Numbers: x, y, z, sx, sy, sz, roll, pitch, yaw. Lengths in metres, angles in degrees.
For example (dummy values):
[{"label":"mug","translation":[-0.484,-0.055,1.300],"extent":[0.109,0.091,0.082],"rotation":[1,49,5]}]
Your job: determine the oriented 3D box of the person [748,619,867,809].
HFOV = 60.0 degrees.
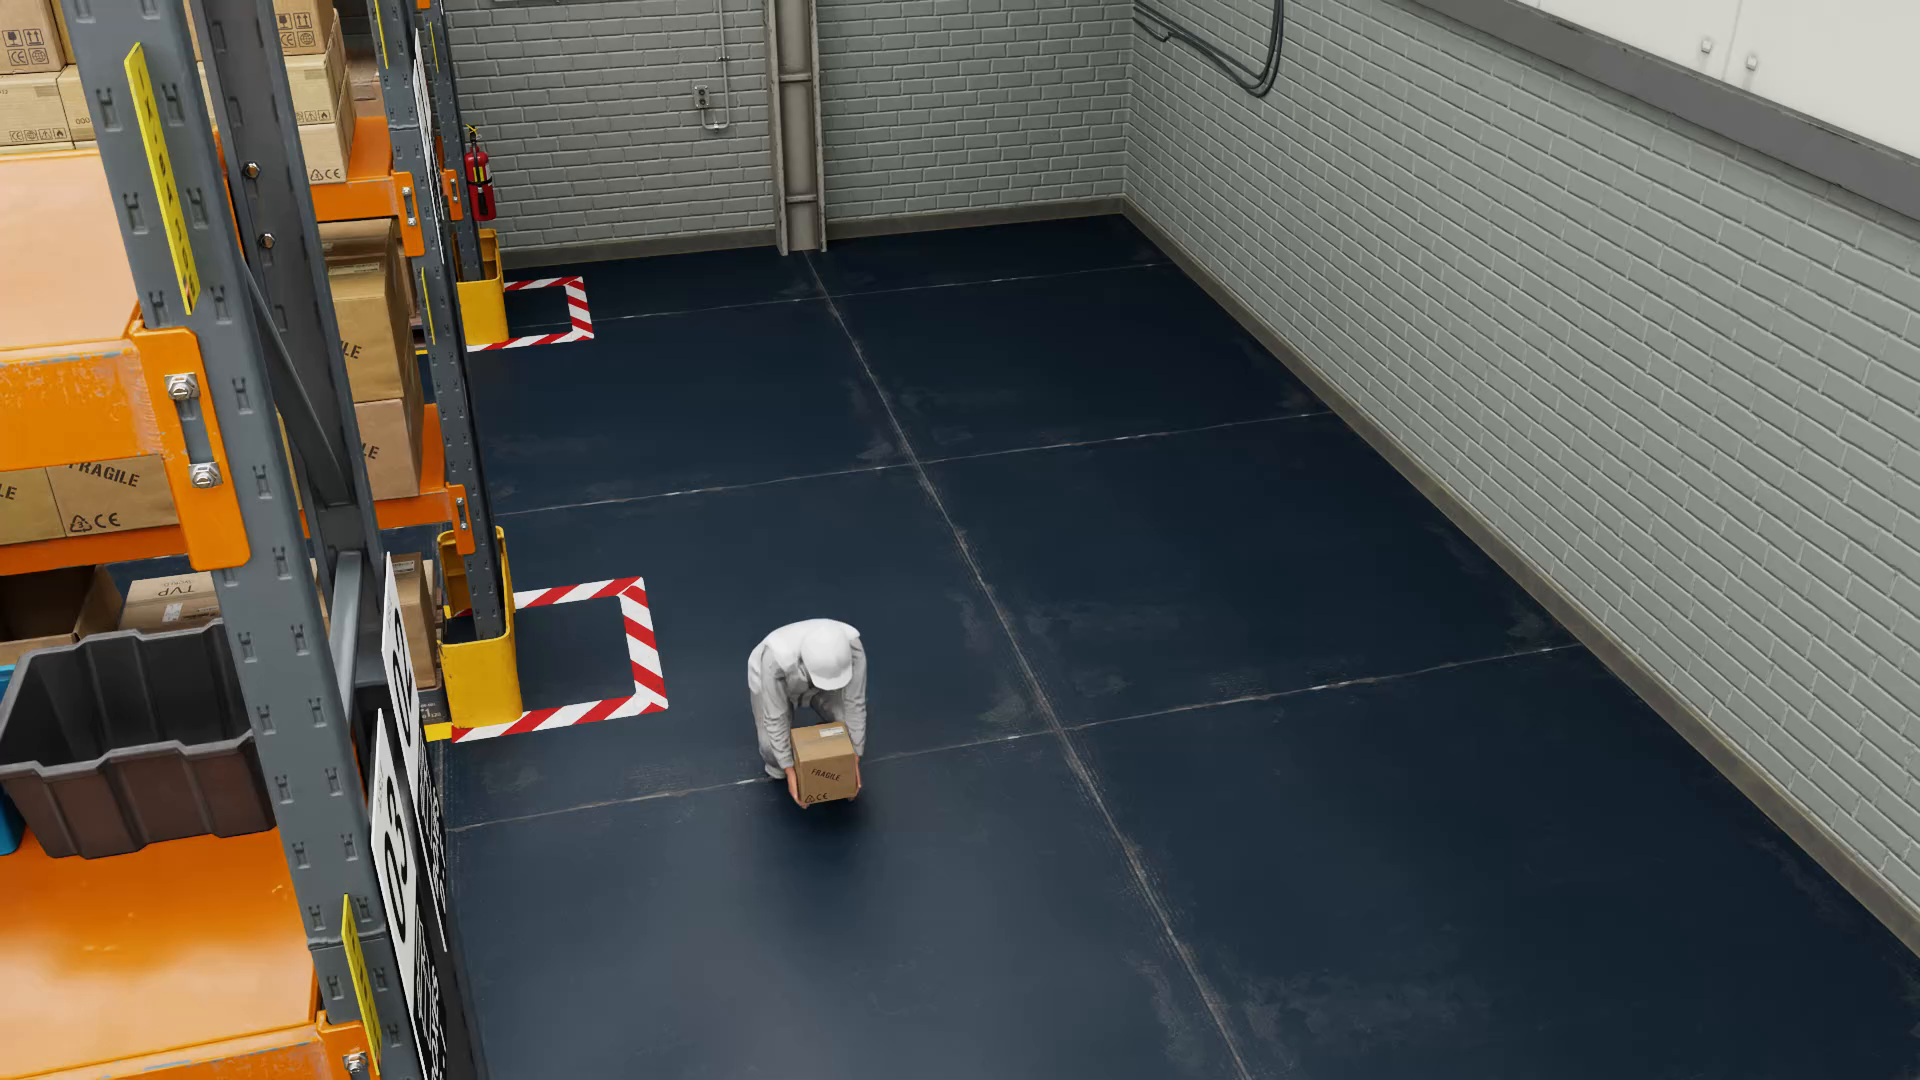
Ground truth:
[{"label":"person","translation":[-0.709,0.703,7.775],"extent":[0.527,1.010,0.863],"rotation":[-8,31,-14]}]
